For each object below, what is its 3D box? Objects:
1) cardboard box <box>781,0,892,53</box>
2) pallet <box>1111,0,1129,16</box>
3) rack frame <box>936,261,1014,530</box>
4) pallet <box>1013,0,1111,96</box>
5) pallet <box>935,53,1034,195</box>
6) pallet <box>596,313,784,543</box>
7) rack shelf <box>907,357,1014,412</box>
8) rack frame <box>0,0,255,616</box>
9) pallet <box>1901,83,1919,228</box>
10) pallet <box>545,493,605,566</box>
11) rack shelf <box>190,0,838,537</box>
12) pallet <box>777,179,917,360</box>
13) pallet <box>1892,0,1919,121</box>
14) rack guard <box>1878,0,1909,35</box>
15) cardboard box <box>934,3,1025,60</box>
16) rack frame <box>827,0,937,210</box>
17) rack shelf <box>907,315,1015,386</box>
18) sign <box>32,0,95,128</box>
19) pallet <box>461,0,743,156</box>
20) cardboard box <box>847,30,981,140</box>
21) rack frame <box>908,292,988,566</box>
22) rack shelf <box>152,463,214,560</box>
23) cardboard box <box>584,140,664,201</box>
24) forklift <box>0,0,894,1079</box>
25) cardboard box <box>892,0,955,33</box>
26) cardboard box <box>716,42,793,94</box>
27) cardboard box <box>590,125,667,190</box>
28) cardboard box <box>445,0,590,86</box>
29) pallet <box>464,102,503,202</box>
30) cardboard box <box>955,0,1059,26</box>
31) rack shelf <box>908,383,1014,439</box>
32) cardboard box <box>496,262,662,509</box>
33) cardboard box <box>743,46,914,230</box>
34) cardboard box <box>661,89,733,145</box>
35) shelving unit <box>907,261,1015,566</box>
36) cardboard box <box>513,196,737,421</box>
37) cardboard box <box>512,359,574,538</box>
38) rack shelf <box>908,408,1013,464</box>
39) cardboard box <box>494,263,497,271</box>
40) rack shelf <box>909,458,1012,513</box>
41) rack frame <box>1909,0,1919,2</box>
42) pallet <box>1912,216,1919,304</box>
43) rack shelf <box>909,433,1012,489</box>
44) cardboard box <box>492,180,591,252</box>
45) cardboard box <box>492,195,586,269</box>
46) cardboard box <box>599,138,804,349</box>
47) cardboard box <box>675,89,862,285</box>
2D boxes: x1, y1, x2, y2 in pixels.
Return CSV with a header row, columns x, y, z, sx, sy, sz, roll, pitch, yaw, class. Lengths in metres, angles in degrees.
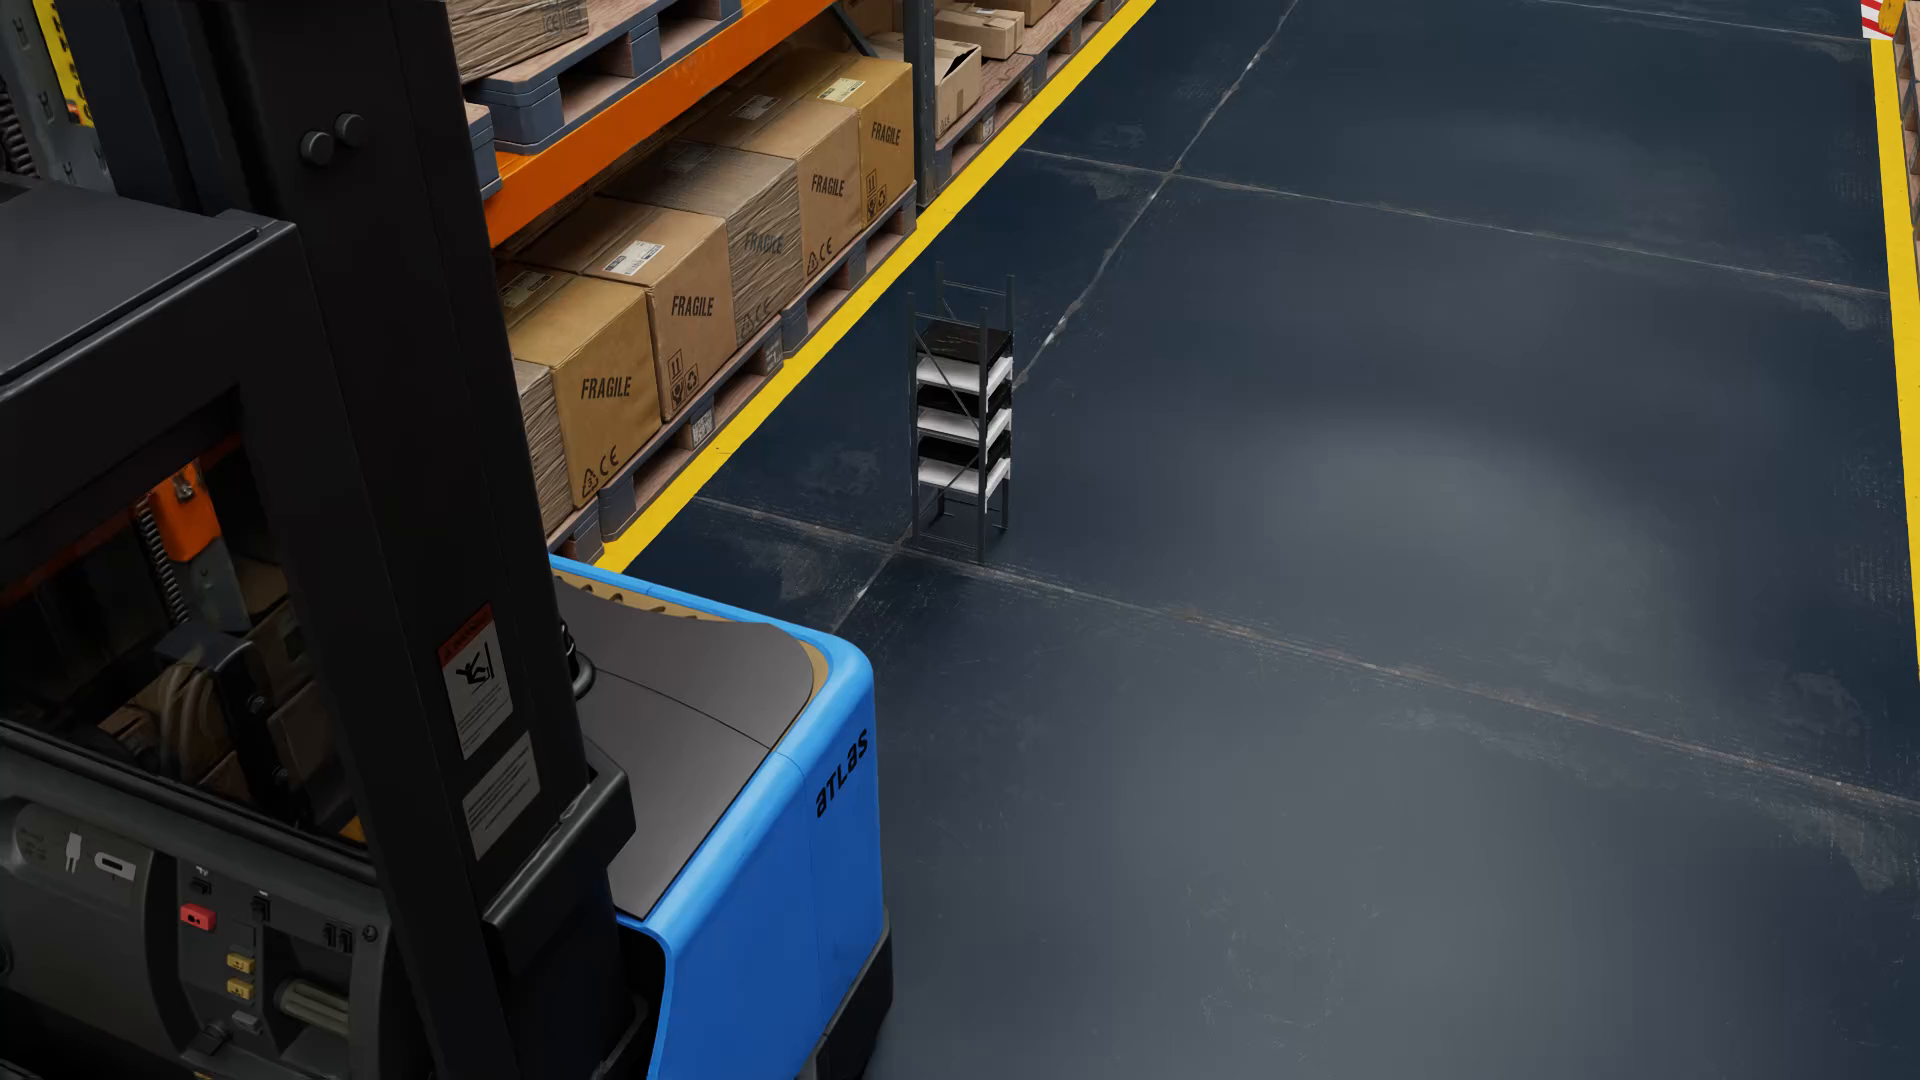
x,y,z,sx,sy,sz,roll,pitch,yaw,class
-0.634,-2.322,7.572,0.500,0.500,0.500,14,39,18,cardboard box
0.602,-3.381,9.597,1.003,0.211,1.213,14,39,18,pallet
0.042,-0.421,5.062,0.240,0.900,0.006,14,39,18,rack frame
0.136,-2.708,8.697,1.003,0.211,1.213,14,39,18,pallet
-0.326,-2.030,7.790,1.003,0.211,1.213,14,39,18,pallet
-1.326,-0.513,5.760,1.003,0.211,1.213,14,39,18,pallet
0.003,-0.482,4.899,0.258,0.077,0.200,14,39,18,rack shelf
-2.111,-0.552,3.484,1.000,3.000,0.127,14,39,18,rack frame
4.697,-1.613,7.232,1.003,0.211,1.213,14,39,18,pallet
-1.791,0.160,4.860,1.003,0.211,1.213,14,39,18,pallet
-1.350,-1.372,5.180,1.077,0.370,4.000,14,39,18,rack shelf
-0.863,-1.191,6.667,1.003,0.211,1.213,14,39,18,pallet
5.163,-2.287,8.133,1.003,0.211,1.213,14,39,18,pallet
5.510,-2.866,8.667,1.175,0.500,0.348,14,39,18,rack guard
0.091,-2.473,8.052,0.380,0.166,0.250,14,39,18,cardboard box
-0.589,-2.767,6.446,1.000,3.000,0.127,14,39,18,rack frame
0.003,-0.555,4.845,0.258,0.077,0.200,14,39,18,rack shelf
-1.596,-0.891,2.970,0.100,0.325,0.005,14,39,18,sign
-1.375,-1.553,4.983,1.003,0.211,1.213,14,39,18,pallet
-0.229,-2.049,7.365,0.500,0.311,0.500,14,39,18,cardboard box
-0.036,-0.309,4.911,0.240,0.900,0.006,14,39,18,rack frame
-2.872,0.843,2.217,1.077,0.370,4.000,14,39,18,rack shelf
-1.388,-1.157,6.013,0.500,0.500,0.500,14,39,18,cardboard box
-1.203,0.581,2.024,1.130,2.935,3.031,15,39,19,forklift
-0.349,-2.662,8.184,0.500,0.311,0.500,14,39,18,cardboard box
-0.998,-1.730,6.779,0.500,0.500,0.500,12,38,16,cardboard box
-1.378,-1.476,5.814,0.500,0.250,0.500,14,39,18,cardboard box
-1.451,-1.598,4.448,0.700,0.500,0.500,21,42,26,cardboard box
-1.918,-0.867,4.064,1.213,0.211,1.003,14,39,18,pallet
0.122,-2.985,8.455,0.797,0.503,0.637,14,39,18,cardboard box
0.003,-0.410,4.953,0.258,0.077,0.200,14,39,18,rack shelf
-1.284,-0.482,5.110,0.500,0.500,0.500,13,39,17,cardboard box
-0.511,-1.603,6.610,0.500,0.500,0.500,14,39,17,cardboard box
-1.191,-1.432,6.381,0.500,0.500,0.500,14,39,18,cardboard box
0.003,-0.365,4.987,0.258,0.900,0.210,14,39,18,shelving unit
-1.090,-0.772,5.498,0.500,0.500,0.500,13,39,16,cardboard box
-1.479,-0.205,4.740,0.500,0.500,0.500,12,39,16,cardboard box
0.003,-0.338,5.007,0.258,0.077,0.200,14,39,18,rack shelf
-1.775,-0.585,5.248,0.500,0.500,0.500,12,39,16,cardboard box
0.003,-0.194,5.114,0.258,0.077,0.200,14,39,18,rack shelf
5.513,-3.851,7.897,1.000,3.000,0.127,14,39,18,rack frame
4.235,-0.936,6.325,1.003,0.211,1.213,14,39,18,pallet
0.003,-0.266,5.060,0.258,0.077,0.200,14,39,18,rack shelf
-1.569,-1.199,5.442,0.500,0.250,0.500,13,39,17,cardboard box
-1.581,-0.877,5.638,0.500,0.500,0.500,12,39,16,cardboard box
-0.898,-1.054,5.875,0.500,0.500,0.500,14,39,18,cardboard box
-0.707,-1.332,6.247,0.500,0.500,0.500,14,39,18,cardboard box
